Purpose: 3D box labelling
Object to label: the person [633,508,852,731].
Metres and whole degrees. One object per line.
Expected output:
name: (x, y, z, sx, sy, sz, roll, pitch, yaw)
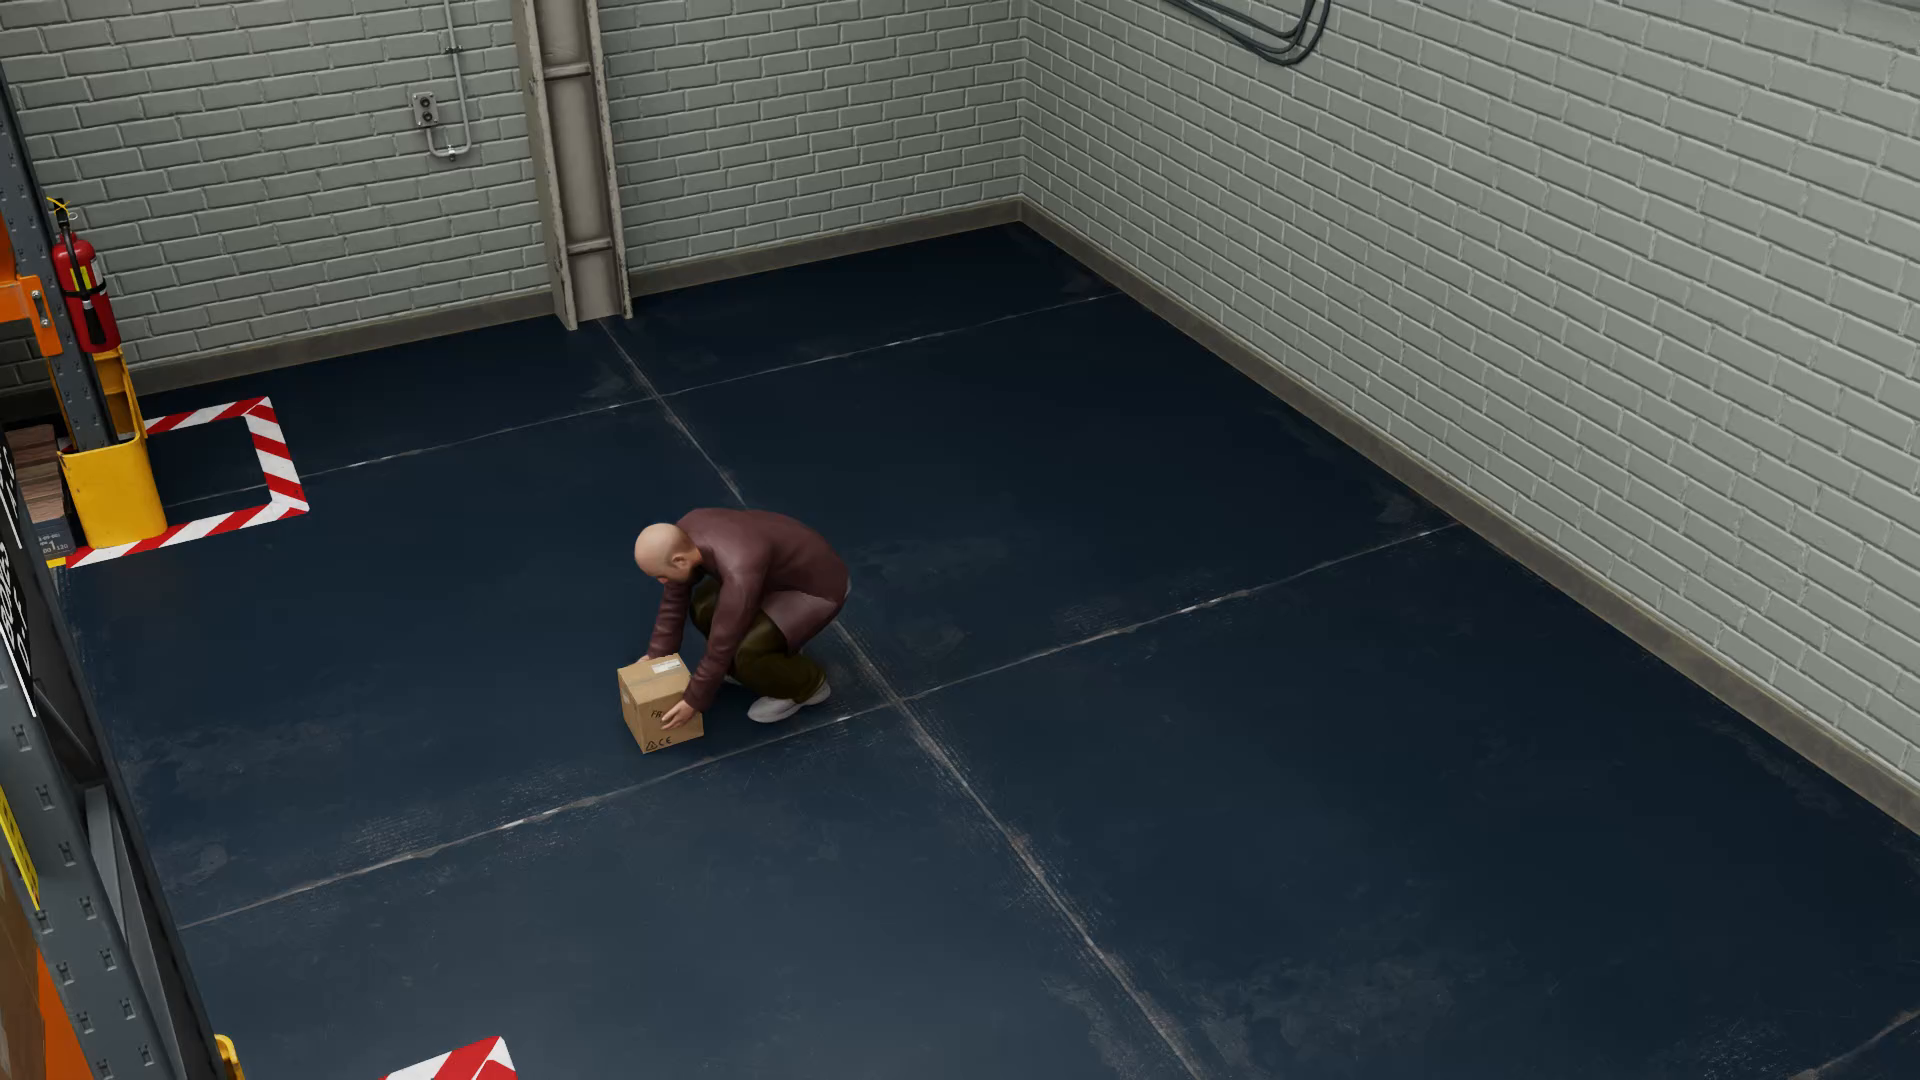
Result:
person: (-0.851, 0.263, 6.520, 0.901, 0.941, 0.611, -16, 36, -23)
